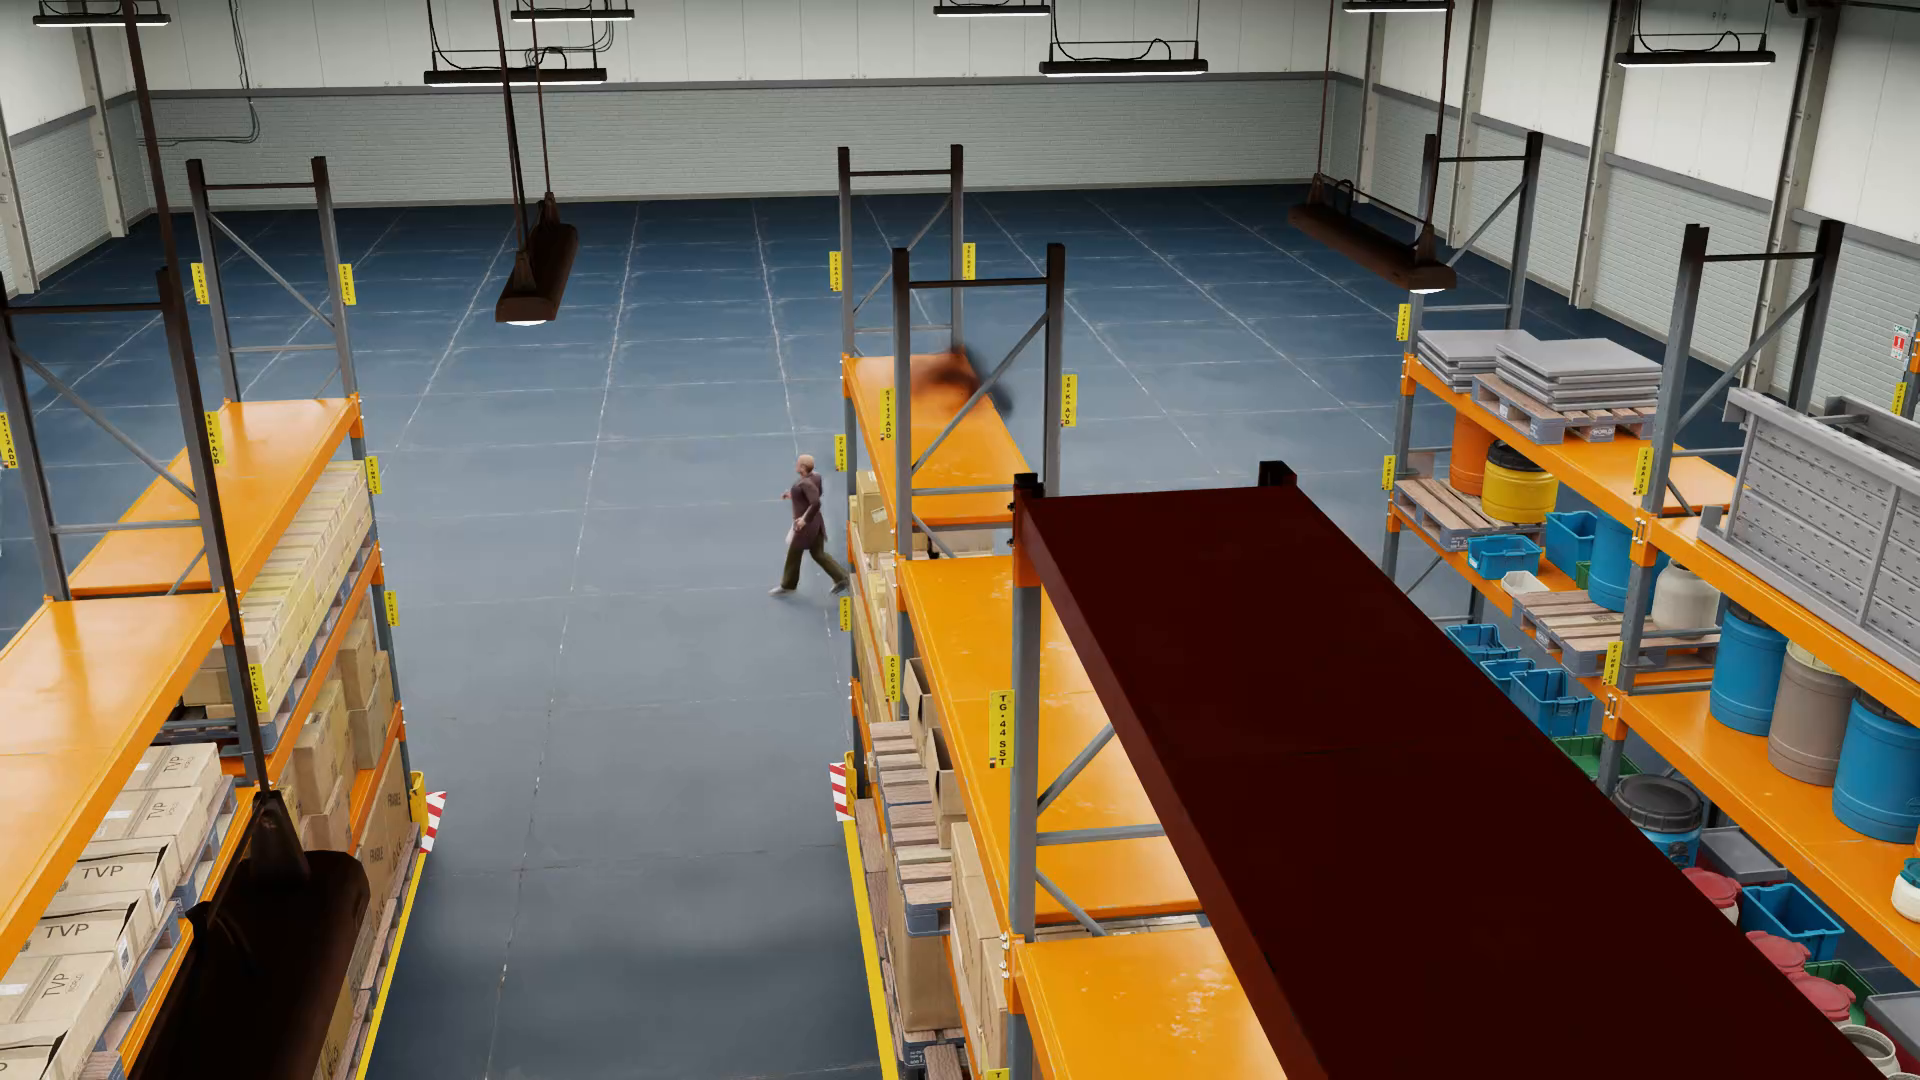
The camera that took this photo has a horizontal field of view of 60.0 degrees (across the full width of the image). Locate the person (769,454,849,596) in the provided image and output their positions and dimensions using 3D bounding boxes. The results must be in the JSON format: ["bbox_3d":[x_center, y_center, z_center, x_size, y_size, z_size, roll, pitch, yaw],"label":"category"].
[{"bbox_3d":[-1.767,-0.154,19.554,1.057,1.790,0.709,8,23,19],"label":"person"}]
